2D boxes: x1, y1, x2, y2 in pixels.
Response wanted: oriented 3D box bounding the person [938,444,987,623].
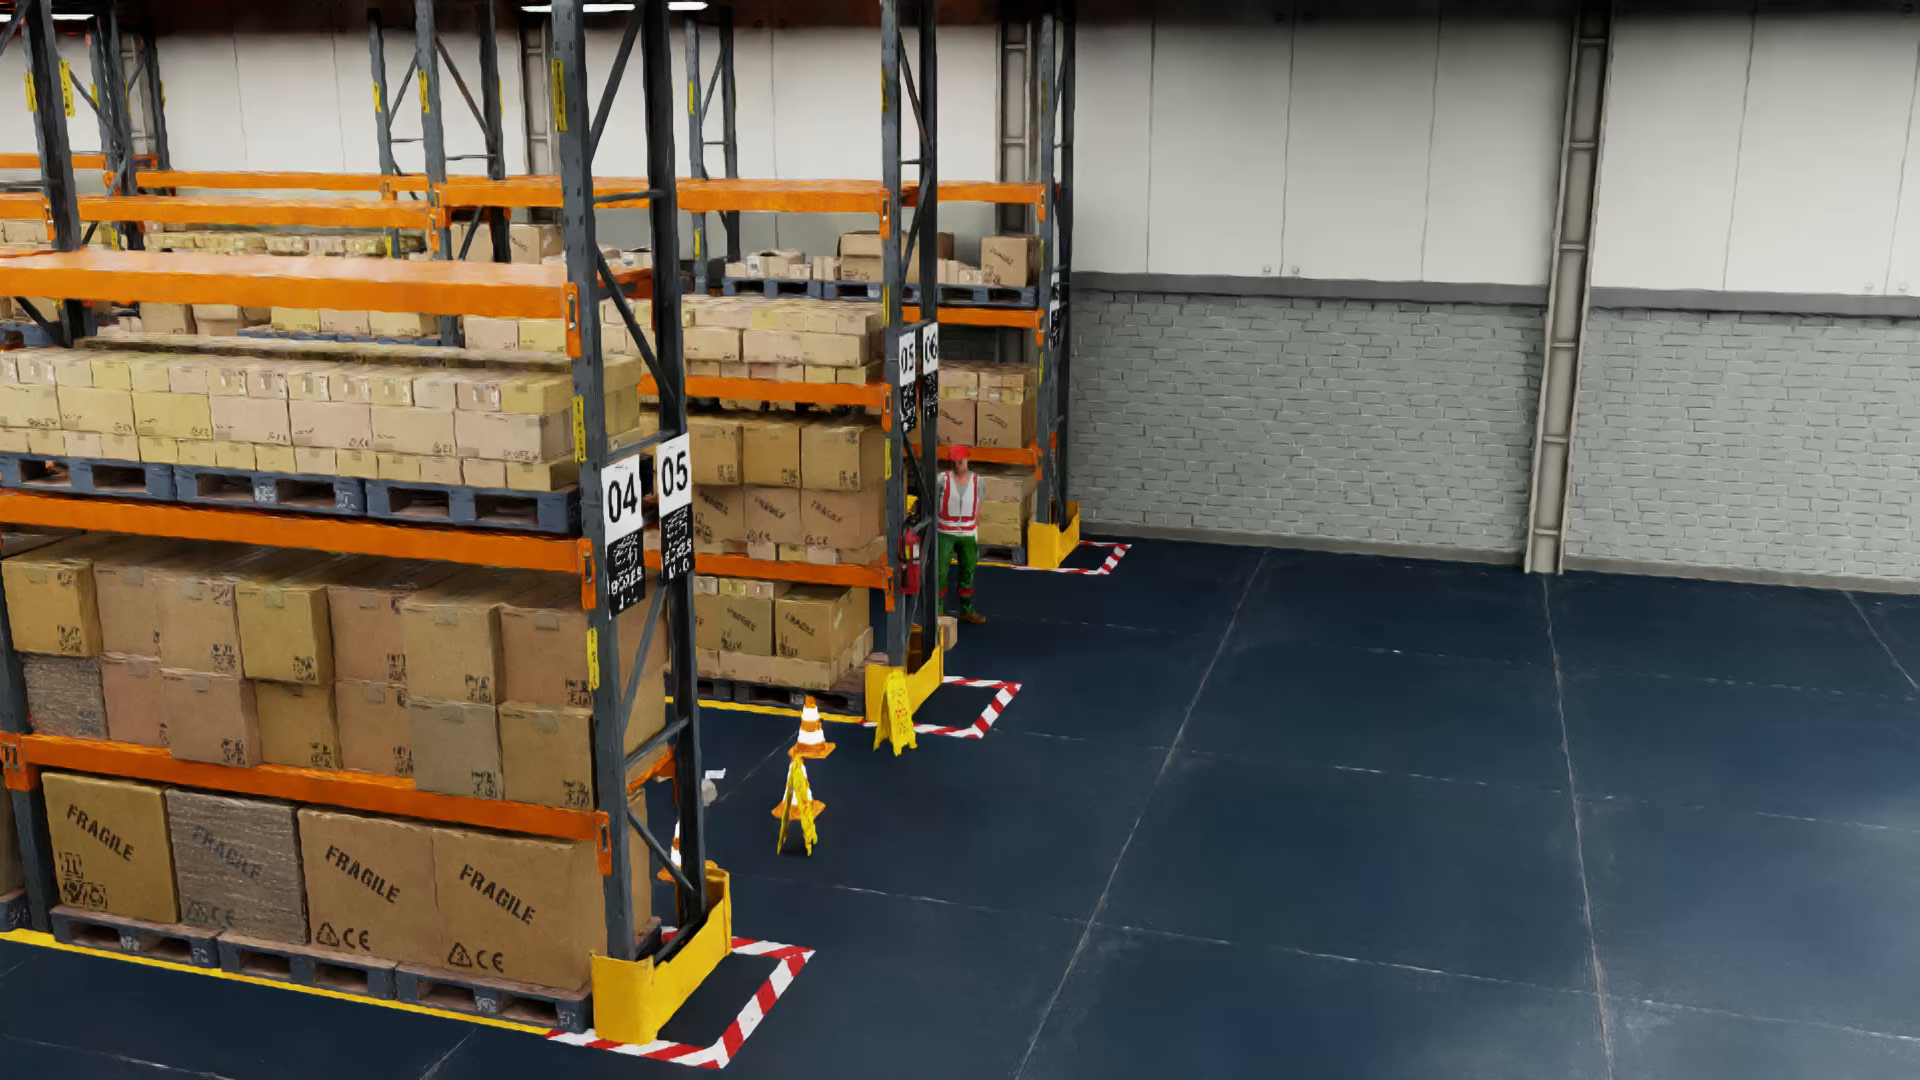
[{"bbox_3d":[-0.047,-0.049,16.026,0.617,1.789,0.373,-4,15,-14],"label":"person"}]
